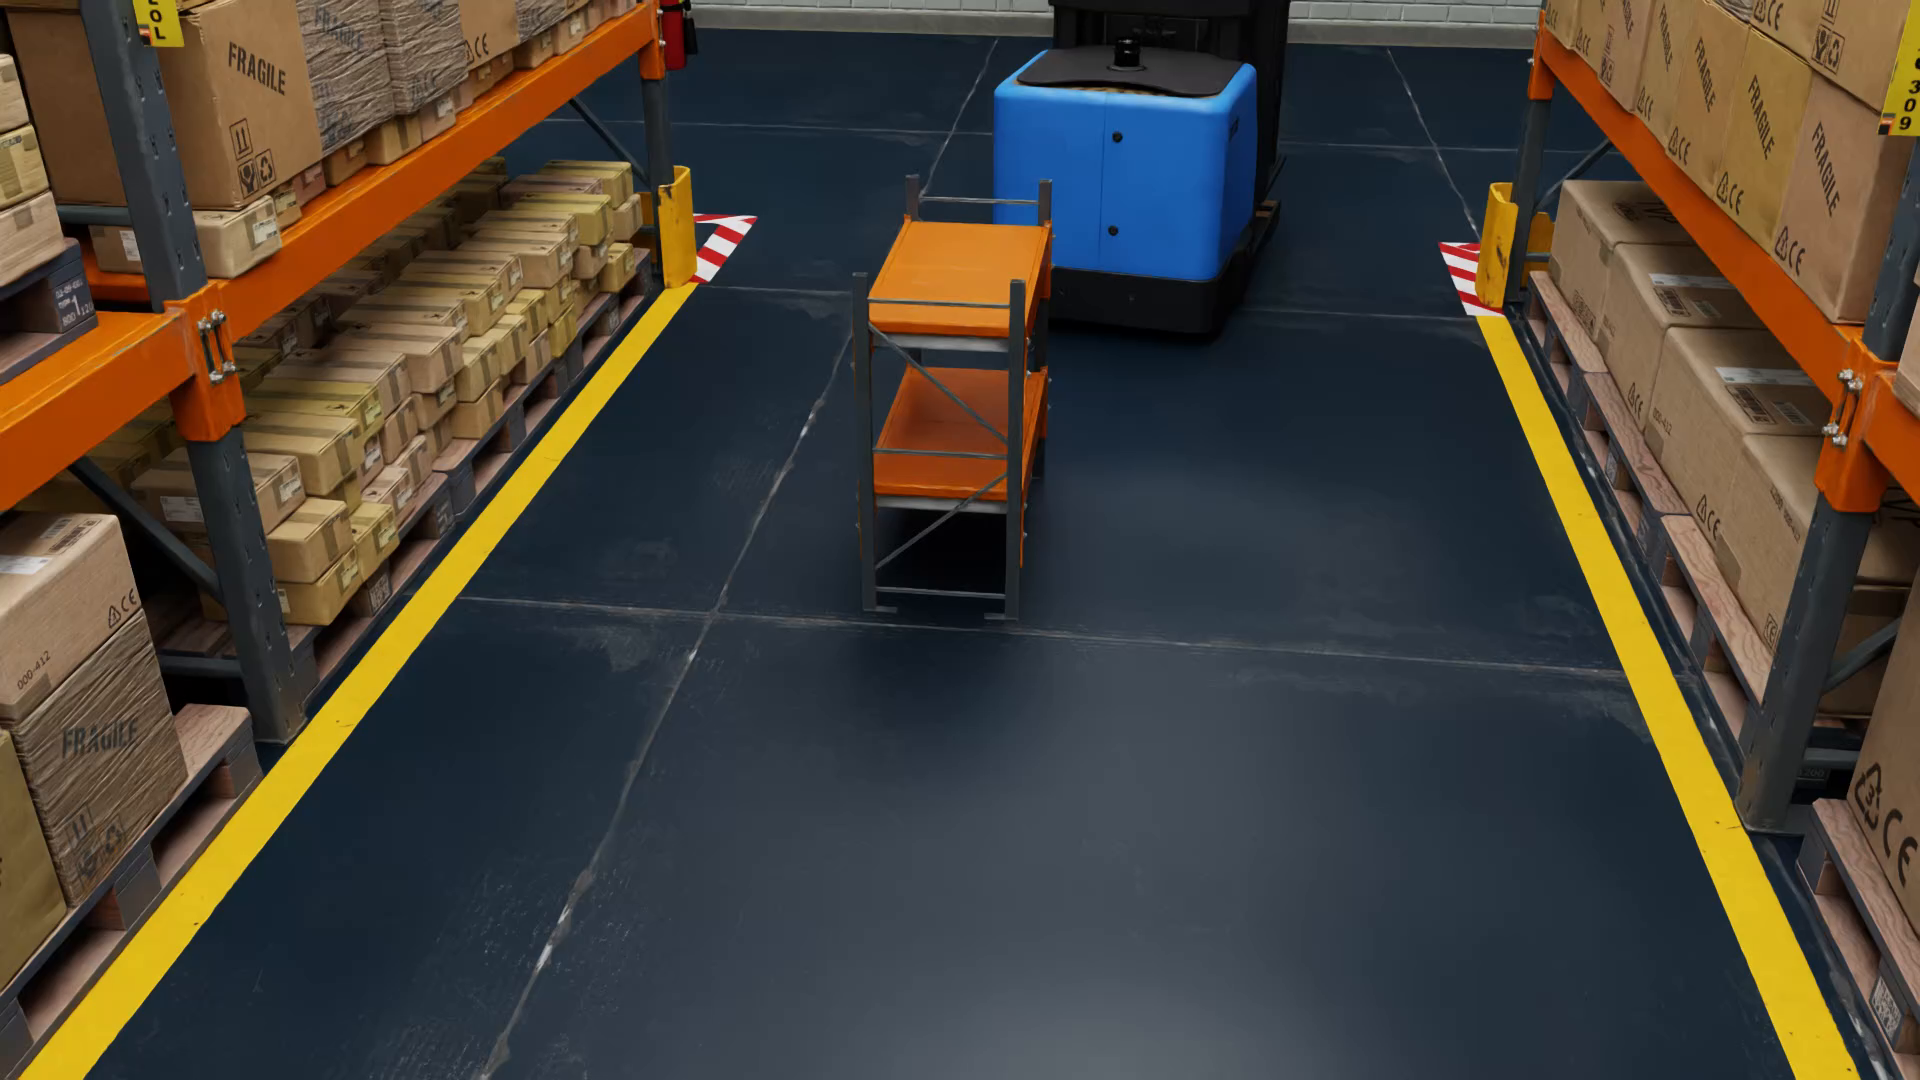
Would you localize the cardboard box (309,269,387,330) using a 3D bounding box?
[{"bbox_3d":[-2.364,-0.899,6.191,0.380,0.149,0.250,3,29,6],"label":"cardboard box"}]

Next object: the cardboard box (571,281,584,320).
[{"bbox_3d":[-1.809,-0.985,6.979,0.380,0.149,0.250,4,29,7],"label":"cardboard box"}]

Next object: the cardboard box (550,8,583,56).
[{"bbox_3d":[-1.736,-2.043,6.644,0.380,0.149,0.250,4,29,8],"label":"cardboard box"}]

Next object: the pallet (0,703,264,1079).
[{"bbox_3d":[-2.469,0.799,4.045,1.003,0.211,1.213,3,28,6],"label":"pallet"}]

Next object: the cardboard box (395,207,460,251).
[{"bbox_3d":[-2.307,-1.274,6.887,0.380,0.149,0.250,2,28,4],"label":"cardboard box"}]

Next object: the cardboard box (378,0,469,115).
[{"bbox_3d":[-1.913,-1.657,5.244,0.500,0.500,0.500,3,28,5],"label":"cardboard box"}]

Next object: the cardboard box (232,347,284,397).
[{"bbox_3d":[-2.465,-0.528,5.502,0.380,0.149,0.250,4,29,8],"label":"cardboard box"}]

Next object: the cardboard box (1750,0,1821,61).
[{"bbox_3d":[2.404,-1.516,4.242,0.500,0.500,0.500,3,28,5],"label":"cardboard box"}]

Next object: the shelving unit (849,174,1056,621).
[{"bbox_3d":[0.001,-0.498,5.489,0.538,1.125,1.048,3,28,6],"label":"shelving unit"}]

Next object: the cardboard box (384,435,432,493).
[{"bbox_3d":[-2.019,-0.246,5.606,0.380,0.149,0.250,3,28,5],"label":"cardboard box"}]

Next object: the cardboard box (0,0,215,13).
[{"bbox_3d":[-2.078,-1.609,4.100,0.500,0.500,0.500,4,29,7],"label":"cardboard box"}]

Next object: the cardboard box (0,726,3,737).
[{"bbox_3d":[-2.292,0.396,3.254,0.500,0.250,0.500,5,29,9],"label":"cardboard box"}]

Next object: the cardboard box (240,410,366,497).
[{"bbox_3d":[-2.035,-0.263,5.012,0.380,0.149,0.250,5,29,9],"label":"cardboard box"}]

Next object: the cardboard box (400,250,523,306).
[{"bbox_3d":[-1.907,-0.996,6.373,0.380,0.149,0.250,2,28,4],"label":"cardboard box"}]

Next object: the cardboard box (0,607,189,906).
[{"bbox_3d":[-2.216,0.483,3.883,0.500,0.500,0.500,3,28,5],"label":"cardboard box"}]

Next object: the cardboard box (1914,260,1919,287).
[{"bbox_3d":[2.216,-0.519,3.181,0.500,0.250,0.500,3,28,5],"label":"cardboard box"}]

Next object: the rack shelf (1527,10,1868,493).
[{"bbox_3d":[2.795,-1.180,5.536,1.077,0.370,4.000,3,28,6],"label":"rack shelf"}]

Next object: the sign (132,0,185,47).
[{"bbox_3d":[-1.824,-1.275,3.732,0.100,0.325,0.005,3,28,6],"label":"sign"}]

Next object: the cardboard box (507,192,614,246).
[{"bbox_3d":[-1.692,-1.362,7.051,0.380,0.149,0.250,3,28,5],"label":"cardboard box"}]

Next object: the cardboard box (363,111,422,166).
[{"bbox_3d":[-1.942,-1.296,5.258,0.380,0.149,0.250,4,29,7],"label":"cardboard box"}]

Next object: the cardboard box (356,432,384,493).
[{"bbox_3d":[-2.077,-0.249,5.300,0.380,0.149,0.250,3,28,6],"label":"cardboard box"}]

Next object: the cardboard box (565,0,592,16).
[{"bbox_3d":[-1.753,-2.385,6.595,0.500,0.500,0.500,3,28,5],"label":"cardboard box"}]

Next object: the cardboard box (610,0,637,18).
[{"bbox_3d":[-1.645,-2.398,7.303,0.380,0.149,0.250,3,28,6],"label":"cardboard box"}]

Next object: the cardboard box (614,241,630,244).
[{"bbox_3d":[-1.743,-1.348,7.653,0.380,0.149,0.250,4,29,7],"label":"cardboard box"}]

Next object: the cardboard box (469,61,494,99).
[{"bbox_3d":[-1.906,-1.671,5.953,0.380,0.149,0.250,4,29,7],"label":"cardboard box"}]

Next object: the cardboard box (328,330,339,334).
[{"bbox_3d":[-2.348,-0.760,6.247,0.380,0.149,0.250,5,29,9],"label":"cardboard box"}]

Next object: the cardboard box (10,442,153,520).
[{"bbox_3d":[-2.590,-0.170,4.838,0.380,0.149,0.250,4,29,8],"label":"cardboard box"}]

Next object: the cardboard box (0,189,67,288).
[{"bbox_3d":[-2.227,-0.671,3.655,0.380,0.149,0.250,3,28,5],"label":"cardboard box"}]

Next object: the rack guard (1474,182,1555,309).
[{"bbox_3d":[3.043,-1.349,7.727,1.175,0.500,0.348,3,28,6],"label":"rack guard"}]

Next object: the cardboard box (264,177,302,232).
[{"bbox_3d":[-2.058,-0.925,4.569,0.380,0.149,0.250,4,29,8],"label":"cardboard box"}]

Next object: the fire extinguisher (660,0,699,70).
[{"bbox_3d":[-1.396,-2.572,7.836,0.296,0.674,0.183,3,28,6],"label":"fire extinguisher"}]

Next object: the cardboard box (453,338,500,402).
[{"bbox_3d":[-1.890,-0.619,5.987,0.380,0.149,0.250,3,28,6],"label":"cardboard box"}]

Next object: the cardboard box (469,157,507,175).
[{"bbox_3d":[-2.287,-1.643,7.573,0.380,0.149,0.250,2,28,4],"label":"cardboard box"}]

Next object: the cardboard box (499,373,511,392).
[{"bbox_3d":[-1.937,-0.619,6.300,0.380,0.149,0.250,4,29,8],"label":"cardboard box"}]

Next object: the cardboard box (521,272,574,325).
[{"bbox_3d":[-1.779,-0.985,6.665,0.380,0.149,0.250,4,29,7],"label":"cardboard box"}]

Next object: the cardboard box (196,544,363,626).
[{"bbox_3d":[-2.012,0.122,4.924,0.380,0.149,0.250,2,28,4],"label":"cardboard box"}]

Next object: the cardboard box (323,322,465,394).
[{"bbox_3d":[-1.931,-0.625,5.682,0.380,0.149,0.250,4,29,7],"label":"cardboard box"}]

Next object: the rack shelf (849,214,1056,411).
[{"bbox_3d":[0.001,-0.756,5.350,0.538,0.278,1.000,3,28,6],"label":"rack shelf"}]

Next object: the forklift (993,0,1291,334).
[{"bbox_3d":[1.062,-2.874,7.995,1.130,2.935,3.031,9,29,15],"label":"forklift"}]

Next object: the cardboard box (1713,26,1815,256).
[{"bbox_3d":[2.411,-1.075,4.477,0.500,0.500,0.500,3,28,5],"label":"cardboard box"}]

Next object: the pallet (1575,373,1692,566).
[{"bbox_3d":[2.868,-0.257,6.004,1.003,0.211,1.213,3,28,6],"label":"pallet"}]

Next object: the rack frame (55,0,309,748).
[{"bbox_3d":[-2.375,-0.795,4.064,1.000,3.000,0.127,3,28,6],"label":"rack frame"}]

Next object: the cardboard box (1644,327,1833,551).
[{"bbox_3d":[2.842,-0.323,5.446,0.875,0.438,0.875,3,28,5],"label":"cardboard box"}]

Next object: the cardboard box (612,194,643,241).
[{"bbox_3d":[-1.667,-1.474,7.573,0.380,0.149,0.250,3,28,5],"label":"cardboard box"}]

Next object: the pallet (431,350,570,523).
[{"bbox_3d":[-2.181,-0.462,6.385,1.003,0.211,1.213,3,28,6],"label":"pallet"}]

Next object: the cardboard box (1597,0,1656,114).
[{"bbox_3d":[2.582,-1.795,5.813,0.500,0.500,0.500,3,28,6],"label":"cardboard box"}]
